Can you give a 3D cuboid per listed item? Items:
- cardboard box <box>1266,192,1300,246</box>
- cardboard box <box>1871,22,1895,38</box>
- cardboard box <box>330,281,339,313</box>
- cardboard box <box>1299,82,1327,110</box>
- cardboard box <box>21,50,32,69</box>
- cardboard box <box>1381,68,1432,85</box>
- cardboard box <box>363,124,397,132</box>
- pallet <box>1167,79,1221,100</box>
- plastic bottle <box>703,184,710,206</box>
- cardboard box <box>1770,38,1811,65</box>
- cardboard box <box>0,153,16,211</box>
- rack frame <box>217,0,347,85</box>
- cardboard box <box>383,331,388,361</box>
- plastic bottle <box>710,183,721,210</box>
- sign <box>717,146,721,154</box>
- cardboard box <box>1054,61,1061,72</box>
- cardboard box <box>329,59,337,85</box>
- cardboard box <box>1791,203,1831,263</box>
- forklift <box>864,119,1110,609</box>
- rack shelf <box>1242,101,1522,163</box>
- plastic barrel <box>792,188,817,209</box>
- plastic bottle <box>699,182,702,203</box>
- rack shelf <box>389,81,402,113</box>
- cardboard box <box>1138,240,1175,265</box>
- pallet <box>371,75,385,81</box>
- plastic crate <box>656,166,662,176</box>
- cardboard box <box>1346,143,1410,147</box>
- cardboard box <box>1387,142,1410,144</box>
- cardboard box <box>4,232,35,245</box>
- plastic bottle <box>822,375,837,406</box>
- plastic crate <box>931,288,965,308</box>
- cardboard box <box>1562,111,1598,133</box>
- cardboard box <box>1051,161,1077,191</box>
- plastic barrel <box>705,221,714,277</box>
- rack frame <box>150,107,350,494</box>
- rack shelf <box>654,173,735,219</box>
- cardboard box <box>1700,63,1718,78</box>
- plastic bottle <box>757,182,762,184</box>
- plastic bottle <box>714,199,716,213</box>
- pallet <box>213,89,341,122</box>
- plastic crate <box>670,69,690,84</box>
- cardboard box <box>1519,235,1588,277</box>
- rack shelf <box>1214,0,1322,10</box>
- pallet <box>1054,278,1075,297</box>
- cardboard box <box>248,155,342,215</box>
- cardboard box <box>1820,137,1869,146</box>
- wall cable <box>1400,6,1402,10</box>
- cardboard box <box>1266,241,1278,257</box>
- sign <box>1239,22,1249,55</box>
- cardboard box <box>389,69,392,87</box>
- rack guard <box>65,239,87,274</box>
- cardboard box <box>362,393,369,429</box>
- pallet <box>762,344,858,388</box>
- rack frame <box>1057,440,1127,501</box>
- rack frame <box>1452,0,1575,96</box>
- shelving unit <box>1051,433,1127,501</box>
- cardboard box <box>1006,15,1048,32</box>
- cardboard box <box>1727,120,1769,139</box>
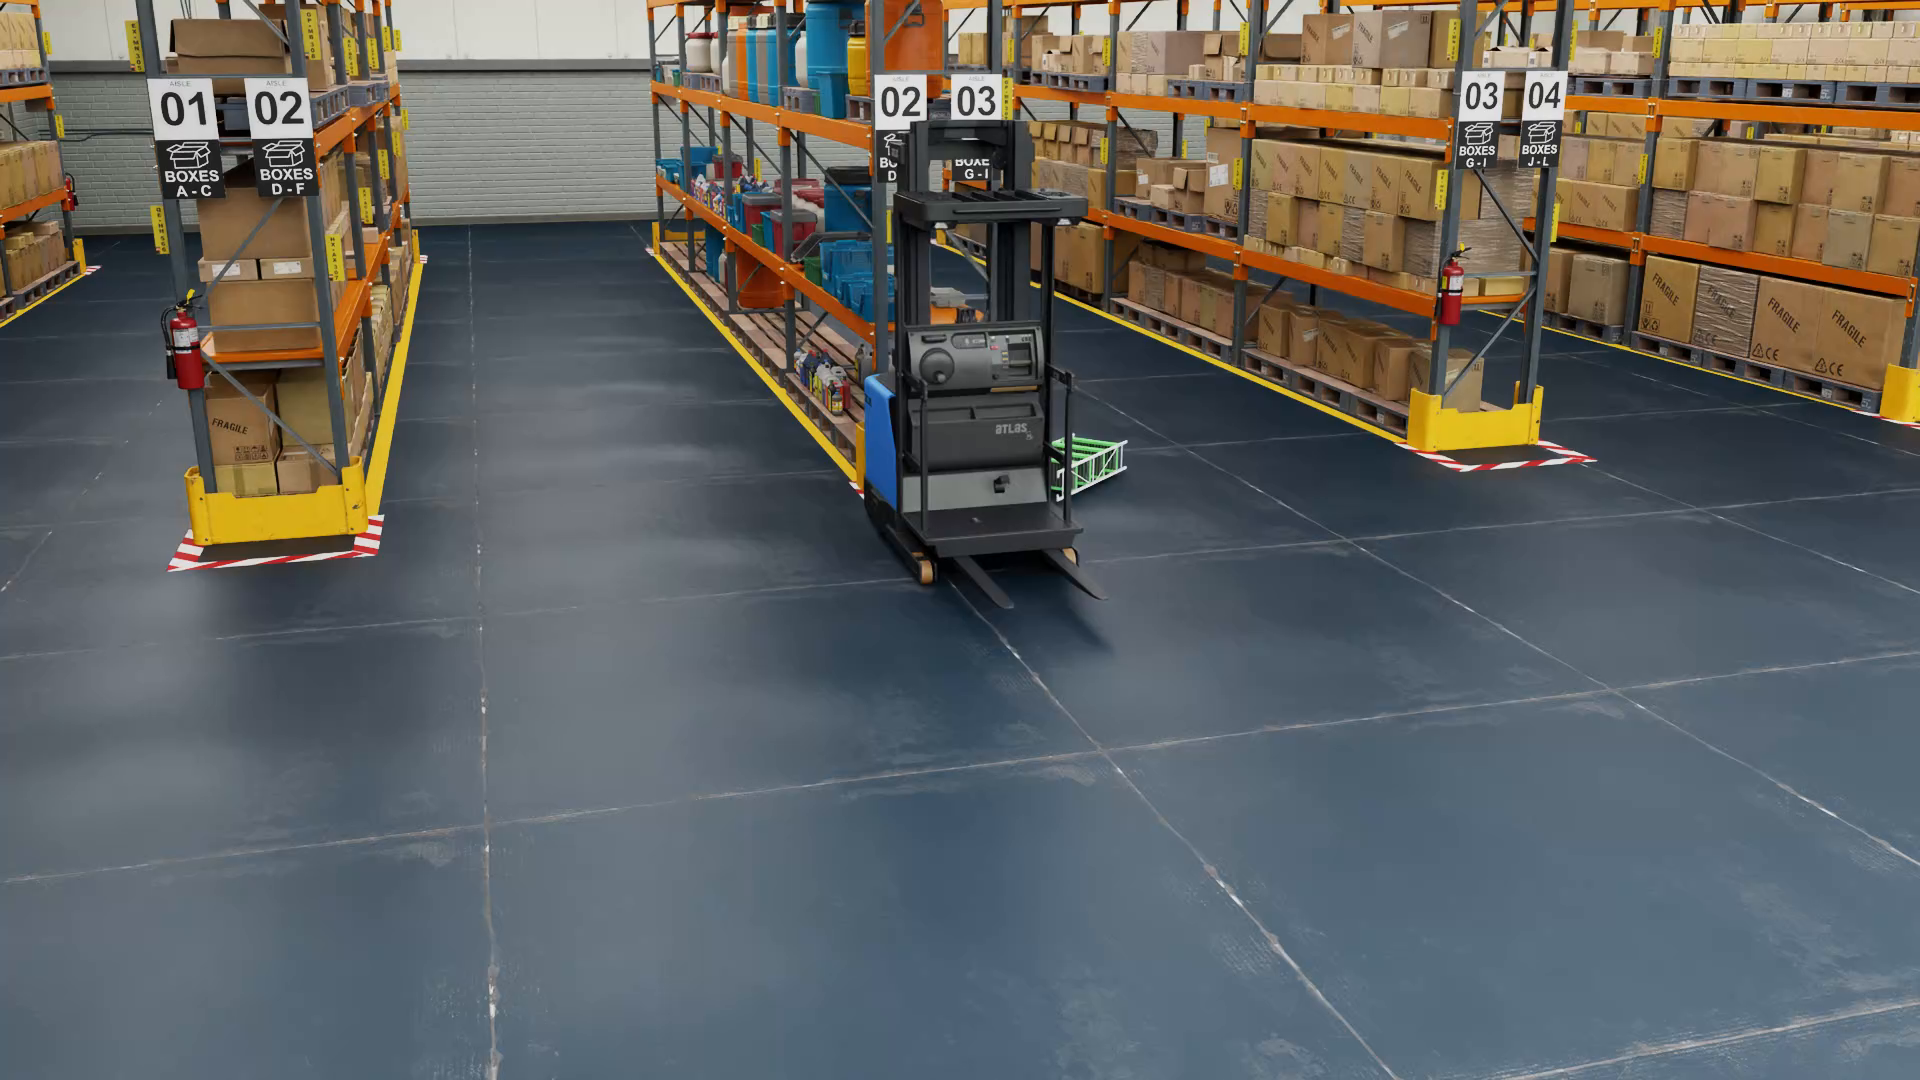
[{"bbox_3d":[3.654,-3.302,17.041,0.875,0.500,0.500,-5,17,-15],"label":"cardboard box"},{"bbox_3d":[8.826,-4.794,15.629,0.380,0.149,0.250,-4,17,-14],"label":"cardboard box"},{"bbox_3d":[-5.484,-2.100,13.555,0.700,0.500,0.500,-4,17,-14],"label":"cardboard box"},{"bbox_3d":[3.641,-4.318,16.160,0.500,0.250,0.500,-5,18,-17],"label":"cardboard box"},{"bbox_3d":[-13.498,-6.815,23.569,0.500,0.250,0.500,-5,18,-17],"label":"cardboard box"},{"bbox_3d":[4.030,-4.178,15.000,0.380,0.149,0.250,-4,17,-15],"label":"cardboard box"},{"bbox_3d":[-8.239,-5.635,23.586,0.500,0.500,0.500,-5,18,-17],"label":"cardboard box"},{"bbox_3d":[3.131,-5.195,19.144,1.213,0.211,1.003,-5,17,-15],"label":"pallet"},{"bbox_3d":[-3.395,-4.666,22.486,0.152,0.276,0.135,-5,17,-15],"label":"plastic bottle"},{"bbox_3d":[8.568,-4.926,16.764,0.500,0.250,0.500,-5,17,-15],"label":"cardboard box"},{"bbox_3d":[-13.133,-4.715,21.915,0.980,0.700,0.700,-4,17,-14],"label":"cardboard box"},{"bbox_3d":[-6.039,-5.473,14.531,1.000,3.000,0.127,-5,17,-15],"label":"rack frame"},{"bbox_3d":[-6.335,-2.041,17.582,0.500,0.250,0.500,-4,17,-14],"label":"cardboard box"},{"bbox_3d":[-3.214,-4.515,21.855,0.144,0.351,0.185,-5,17,-15],"label":"plastic bottle"},{"bbox_3d":[-4.049,-6.436,27.881,0.100,0.325,0.005,-5,17,-15],"label":"sign"},{"bbox_3d":[1.553,-6.689,23.499,0.380,0.149,0.250,-5,18,-18],"label":"cardboard box"},{"bbox_3d":[-6.506,-4.700,16.701,0.500,0.250,0.500,-6,18,-20],"label":"cardboard box"},{"bbox_3d":[9.032,-3.126,16.885,0.875,0.550,0.550,-5,17,-15],"label":"cardboard box"},{"bbox_3d":[0.169,-1.231,10.956,1.130,2.935,3.031,-5,17,-15],"label":"forklift"},{"bbox_3d":[4.036,-3.921,15.828,1.077,0.370,4.000,-5,17,-15],"label":"rack shelf"},{"bbox_3d":[-1.771,-3.767,19.083,0.421,0.512,0.421,0,17,0],"label":"plastic barrel"},{"bbox_3d":[-3.540,-4.767,22.810,0.061,0.283,0.133,-5,17,-15],"label":"plastic bottle"},{"bbox_3d":[-8.787,-6.458,24.275,1.077,0.370,4.000,-5,17,-15],"label":"rack shelf"},{"bbox_3d":[2.600,-3.679,21.261,0.500,0.250,0.500,-4,17,-13],"label":"cardboard box"},{"bbox_3d":[-7.838,-5.687,20.783,1.213,0.211,1.003,-5,17,-15],"label":"pallet"},{"bbox_3d":[-4.814,-6.023,27.143,0.250,0.136,0.298,-5,17,-15],"label":"plastic crate"},{"bbox_3d":[4.150,-3.672,16.534,0.500,0.500,0.500,-5,17,-15],"label":"cardboard box"},{"bbox_3d":[6.663,-5.943,25.195,0.380,0.149,0.250,-5,18,-17],"label":"cardboard box"},{"bbox_3d":[-13.169,-4.203,23.219,0.380,0.149,0.250,-5,17,-17],"label":"cardboard box"},{"bbox_3d":[-1.184,-1.374,15.283,0.152,0.276,0.135,-5,17,-17],"label":"plastic bottle"},{"bbox_3d":[-0.113,-2.031,13.958,0.298,0.136,0.250,-5,17,-15],"label":"plastic crate"},{"bbox_3d":[10.421,-7.014,28.177,0.500,0.500,0.500,-5,17,-16],"label":"cardboard box"},{"bbox_3d":[1.597,-5.076,23.463,0.500,0.500,0.500,-4,17,-14],"label":"cardboard box"},{"bbox_3d":[-3.341,-4.248,23.797,0.600,0.901,0.708,-5,17,-15],"label":"plastic barrel"},{"bbox_3d":[-4.940,-1.494,11.711,1.000,3.000,0.127,-5,17,-15],"label":"rack frame"},{"bbox_3d":[-4.024,-5.412,26.007,1.077,0.370,4.000,-5,17,-15],"label":"rack shelf"},{"bbox_3d":[8.197,-5.044,17.848,0.380,0.149,0.250,-5,17,-15],"label":"cardboard box"},{"bbox_3d":[-2.779,-4.783,22.877,0.152,0.276,0.135,-5,17,-15],"label":"plastic bottle"},{"bbox_3d":[-3.134,-4.339,21.528,0.097,0.201,0.097,0,17,0],"label":"plastic bottle"},{"bbox_3d":[-5.448,-3.424,13.076,1.003,0.211,1.213,-5,17,-15],"label":"pallet"},{"bbox_3d":[-4.031,-6.787,24.408,0.416,0.233,0.300,-5,17,-15],"label":"plastic crate"},{"bbox_3d":[7.508,-3.560,21.769,1.050,0.750,0.750,-4,17,-14],"label":"cardboard box"},{"bbox_3d":[5.535,-9.040,27.660,1.077,0.370,4.000,-5,17,-15],"label":"rack shelf"},{"bbox_3d":[1.911,-3.714,23.950,1.003,0.211,1.213,-5,17,-15],"label":"pallet"},{"bbox_3d":[-5.911,-3.147,14.786,0.700,0.500,0.500,-5,17,-15],"label":"cardboard box"},{"bbox_3d":[12.119,-5.231,22.732,0.500,0.500,0.500,-4,17,-14],"label":"cardboard box"},{"bbox_3d":[8.607,-11.968,36.153,2.355,3.000,0.029,-5,17,-15],"label":"wall cable"},{"bbox_3d":[3.408,-3.042,17.301,0.380,0.149,0.250,-5,17,-15],"label":"cardboard box"},{"bbox_3d":[2.954,-5.210,17.286,0.100,0.325,0.005,-5,17,-15],"label":"sign"},{"bbox_3d":[-8.403,-6.609,23.786,0.500,0.250,0.500,-5,17,-15],"label":"cardboard box"},{"bbox_3d":[-14.106,-4.336,25.519,1.175,0.500,0.348,-5,17,-15],"label":"rack guard"},{"bbox_3d":[-5.422,-1.097,14.440,0.500,0.250,0.500,-5,17,-15],"label":"cardboard box"},{"bbox_3d":[-1.529,-1.869,17.809,1.003,0.211,1.213,-5,17,-15],"label":"pallet"},{"bbox_3d":[1.066,-0.561,13.309,0.015,0.240,1.200,10,19,30],"label":"rack frame"},{"bbox_3d":[4.586,-5.149,13.452,1.000,3.000,0.127,-5,17,-15],"label":"rack frame"},{"bbox_3d":[0.857,-0.598,13.431,0.503,0.258,1.200,10,19,30],"label":"shelving unit"},{"bbox_3d":[1.036,-7.949,25.604,0.500,0.250,0.500,-6,18,-19],"label":"cardboard box"},{"bbox_3d":[11.522,-5.921,24.539,0.500,0.500,0.500,-5,17,-17],"label":"cardboard box"}]
